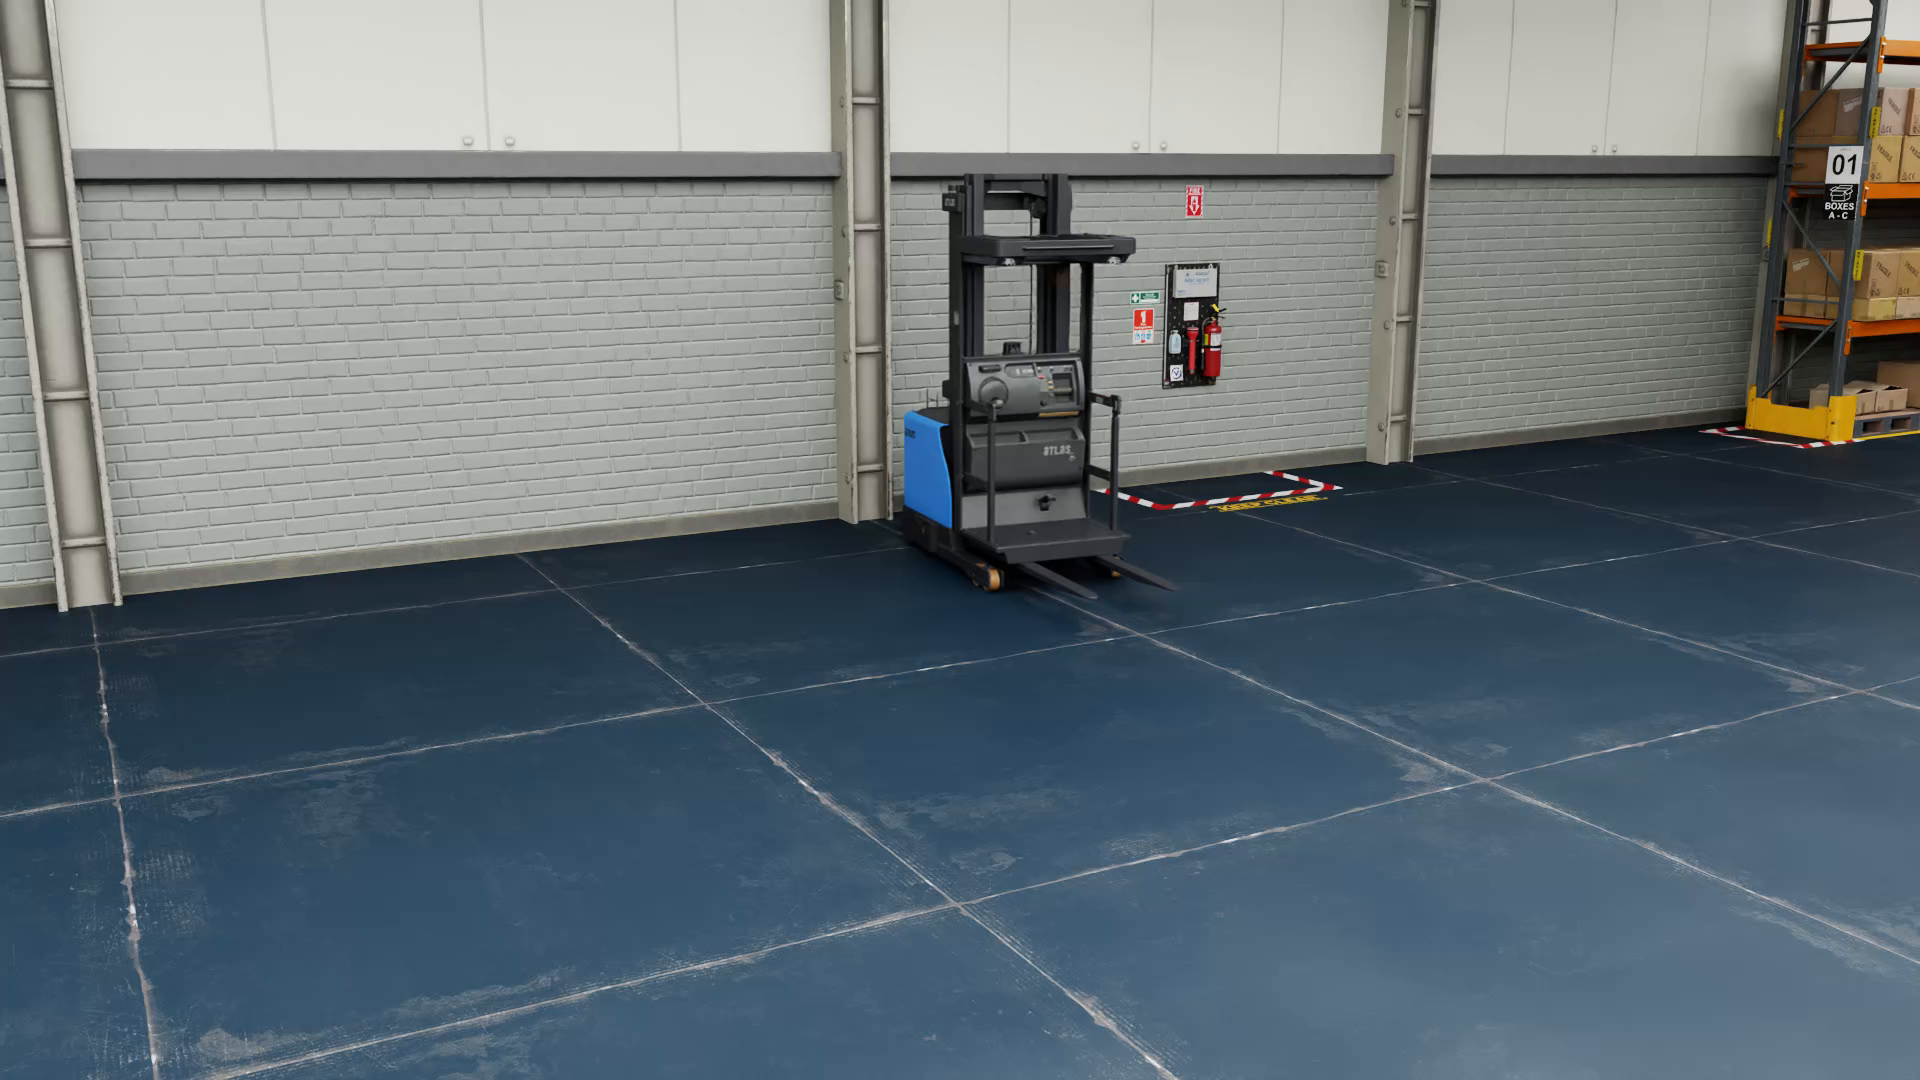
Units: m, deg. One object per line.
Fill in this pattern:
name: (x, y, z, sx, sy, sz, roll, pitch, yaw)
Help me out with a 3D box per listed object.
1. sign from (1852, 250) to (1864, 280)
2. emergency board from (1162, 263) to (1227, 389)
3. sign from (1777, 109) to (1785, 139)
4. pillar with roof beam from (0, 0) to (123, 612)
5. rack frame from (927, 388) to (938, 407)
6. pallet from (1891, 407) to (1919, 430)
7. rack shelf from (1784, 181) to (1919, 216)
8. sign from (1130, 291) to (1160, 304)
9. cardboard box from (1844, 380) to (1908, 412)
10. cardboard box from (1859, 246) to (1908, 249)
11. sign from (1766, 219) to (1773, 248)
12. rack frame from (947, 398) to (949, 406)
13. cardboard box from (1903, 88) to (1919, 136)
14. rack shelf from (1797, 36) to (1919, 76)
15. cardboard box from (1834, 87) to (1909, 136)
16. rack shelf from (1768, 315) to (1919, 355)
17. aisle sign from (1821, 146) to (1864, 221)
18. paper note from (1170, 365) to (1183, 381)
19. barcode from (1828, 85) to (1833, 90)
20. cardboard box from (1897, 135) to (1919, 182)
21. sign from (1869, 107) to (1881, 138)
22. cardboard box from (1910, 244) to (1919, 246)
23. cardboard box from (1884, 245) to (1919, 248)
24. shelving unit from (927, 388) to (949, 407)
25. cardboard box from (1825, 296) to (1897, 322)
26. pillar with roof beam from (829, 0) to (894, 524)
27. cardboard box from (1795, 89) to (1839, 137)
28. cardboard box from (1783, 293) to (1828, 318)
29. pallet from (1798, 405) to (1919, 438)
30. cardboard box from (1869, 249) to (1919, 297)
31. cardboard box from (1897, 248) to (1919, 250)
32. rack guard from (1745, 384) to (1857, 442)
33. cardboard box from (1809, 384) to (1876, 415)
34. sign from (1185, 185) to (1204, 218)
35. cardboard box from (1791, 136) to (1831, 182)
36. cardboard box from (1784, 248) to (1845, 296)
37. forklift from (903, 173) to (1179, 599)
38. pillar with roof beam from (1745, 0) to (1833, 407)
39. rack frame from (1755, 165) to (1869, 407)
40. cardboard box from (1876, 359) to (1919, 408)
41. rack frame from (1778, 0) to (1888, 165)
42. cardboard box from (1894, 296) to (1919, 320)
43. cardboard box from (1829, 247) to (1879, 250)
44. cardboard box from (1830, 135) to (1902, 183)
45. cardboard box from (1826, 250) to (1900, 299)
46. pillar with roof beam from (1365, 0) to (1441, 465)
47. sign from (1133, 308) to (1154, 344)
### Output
sign: (9.772, -2.992, 18.098, 0.005, 0.325, 0.100, -7, 14, -28)
emergency board: (2.258, -2.030, 15.799, 0.643, 1.169, 0.194, -7, 14, -28)
sign: (9.264, -4.678, 18.716, 0.005, 0.325, 0.100, -7, 14, -28)
pillar with roof beam: (-4.024, -3.118, 6.967, 0.400, 9.000, 9.100, -7, 14, -28)
rack frame: (-0.226, -0.643, 13.731, 0.006, 1.200, 0.240, -5, 14, -22)
pallet: (11.378, -1.527, 19.915, 1.213, 0.211, 1.003, -7, 14, -28)
rack shelf: (11.268, -3.997, 19.342, 4.000, 0.370, 1.077, -7, 14, -28)
sign: (1.732, -2.267, 15.561, 0.331, 0.109, 0.001, -7, 14, -28)
cardboard box: (10.663, -1.692, 19.418, 0.500, 0.311, 0.500, -6, 14, -23)
cardboard box: (10.722, -3.173, 19.464, 0.500, 0.500, 0.500, -7, 15, -29)
sign: (9.264, -3.502, 18.981, 0.005, 0.325, 0.100, -7, 14, -28)
rack frame: (-0.057, -0.658, 13.800, 0.006, 1.200, 0.240, -5, 14, -22)
cardboard box: (10.431, -4.720, 18.369, 0.500, 0.500, 0.500, -7, 14, -29)
rack shelf: (11.268, -5.458, 19.013, 4.000, 0.370, 1.077, -7, 14, -28)
cardboard box: (9.967, -4.677, 18.178, 0.500, 0.500, 0.500, -8, 15, -32)
rack shelf: (11.268, -2.533, 19.672, 4.000, 0.370, 1.077, -7, 14, -28)
aisle sign: (9.593, -3.877, 18.082, 0.004, 0.787, 0.394, -7, 14, -28)
paper note: (2.070, -1.595, 15.872, 0.142, 0.148, 0.016, -7, 14, -28)
barcode: (9.896, -5.137, 18.902, 0.075, 0.075, 0.001, -7, 14, -28)
cardboard box: (10.414, -4.232, 18.478, 0.500, 0.500, 0.500, -6, 14, -24)
sign: (9.772, -4.459, 17.768, 0.005, 0.325, 0.100, -7, 14, -28)
cardboard box: (11.615, -3.283, 19.952, 0.500, 0.500, 0.500, -6, 14, -26)
cardboard box: (11.164, -3.226, 19.700, 0.500, 0.500, 0.500, -7, 14, -27)
shelving unit: (-0.141, -0.650, 13.765, 0.189, 1.200, 0.258, -5, 14, -22)
cardboard box: (10.093, -2.600, 18.628, 0.500, 0.250, 0.500, -7, 15, -29)
pillar with roof beam: (1.242, -3.749, 9.771, 0.400, 9.000, 9.100, -7, 14, -28)
cardboard box: (9.765, -4.779, 18.631, 0.500, 0.500, 0.500, -6, 14, -25)
cardboard box: (9.830, -2.697, 19.057, 0.500, 0.250, 0.500, -7, 14, -27)
pallet: (10.309, -1.400, 19.349, 1.213, 0.211, 1.003, -7, 14, -28)
cardboard box: (10.514, -3.019, 18.778, 0.500, 0.500, 0.500, -7, 14, -28)
cardboard box: (10.970, -3.072, 19.014, 0.500, 0.500, 0.500, -7, 15, -30)
rack guard: (9.579, -1.462, 18.968, 0.348, 0.500, 1.175, -7, 14, -28)
cardboard box: (10.163, -1.632, 19.151, 0.500, 0.311, 0.500, -9, 15, -34)
sign: (2.204, -3.180, 15.626, 0.199, 0.298, 0.001, -7, 14, -28)
cardboard box: (9.757, -4.288, 18.727, 0.500, 0.500, 0.500, -6, 14, -24)
cardboard box: (9.824, -3.067, 18.992, 0.500, 0.500, 0.500, -7, 14, -28)
forklift: (0.573, -1.165, 12.109, 1.130, 2.935, 3.031, -5, 14, -22)
pillar with roof beam: (11.775, -5.011, 15.381, 0.400, 9.000, 9.100, -7, 14, -28)
rack frame: (9.512, -2.674, 18.658, 0.127, 3.000, 1.000, -7, 14, -28)
cardboard box: (11.331, -1.852, 19.697, 0.500, 0.500, 0.700, -8, 15, -31)
rack frame: (9.512, -5.601, 17.999, 0.127, 3.000, 1.000, -7, 14, -28)
cardboard box: (10.542, -2.658, 18.883, 0.500, 0.250, 0.500, -7, 15, -30)
cardboard box: (10.271, -3.118, 19.219, 0.500, 0.500, 0.500, -7, 14, -27)
cardboard box: (9.925, -4.183, 18.258, 0.500, 0.500, 0.500, -6, 14, -26)
cardboard box: (10.075, -2.968, 18.556, 0.500, 0.500, 0.500, -7, 14, -28)
pillar with roof beam: (6.508, -4.380, 12.576, 0.400, 9.000, 9.100, -7, 14, -28)
sign: (1.724, -2.009, 15.624, 0.234, 0.329, 0.001, -7, 14, -28)
